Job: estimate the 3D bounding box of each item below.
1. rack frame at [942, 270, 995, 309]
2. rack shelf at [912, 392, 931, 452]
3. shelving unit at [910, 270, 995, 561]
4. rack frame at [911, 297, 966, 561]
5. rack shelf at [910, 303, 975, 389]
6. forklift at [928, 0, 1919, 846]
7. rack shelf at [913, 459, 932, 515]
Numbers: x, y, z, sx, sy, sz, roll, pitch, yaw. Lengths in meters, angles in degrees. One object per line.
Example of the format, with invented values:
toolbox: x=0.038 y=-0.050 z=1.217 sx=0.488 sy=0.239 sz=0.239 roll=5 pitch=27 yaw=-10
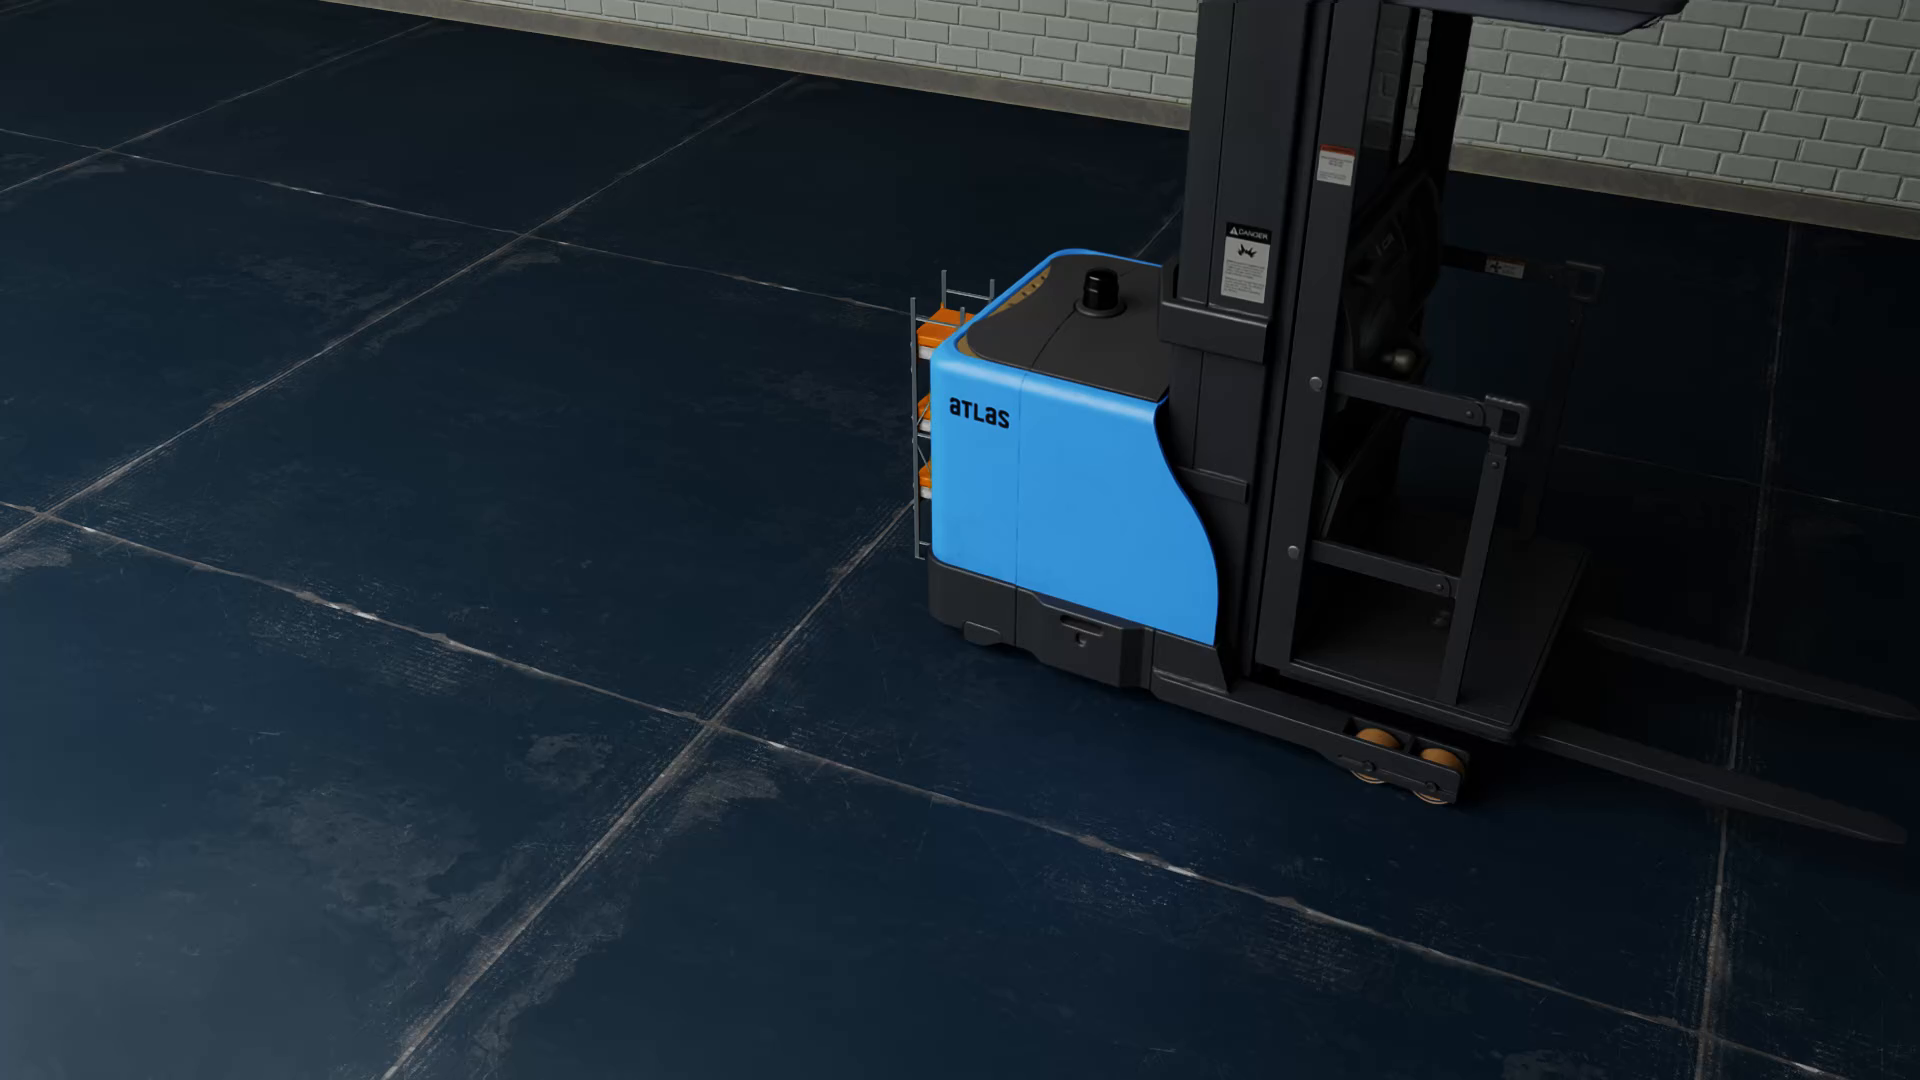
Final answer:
rack frame: x=0.029 y=-0.473 z=6.014 sx=0.200 sy=1.050 sz=0.008 roll=14 pitch=36 yaw=20
rack shelf: x=-0.022 y=-0.404 z=5.927 sx=0.215 sy=0.259 sz=0.240 roll=14 pitch=36 yaw=20
shelving unit: x=-0.022 y=-0.412 z=5.921 sx=0.215 sy=1.050 sz=0.252 roll=14 pitch=36 yaw=20
rack frame: x=-0.073 y=-0.352 z=5.829 sx=0.200 sy=1.050 sz=0.008 roll=14 pitch=36 yaw=20
rack shelf: x=-0.022 y=-0.641 z=5.772 sx=0.215 sy=0.259 sz=0.240 roll=14 pitch=36 yaw=20
forklift: x=1.433 y=-0.761 z=4.738 sx=3.031 sy=2.935 sz=1.130 roll=17 pitch=37 yaw=24
rack shelf: x=-0.022 y=-0.171 z=6.080 sx=0.215 sy=0.259 sz=0.240 roll=14 pitch=36 yaw=20
